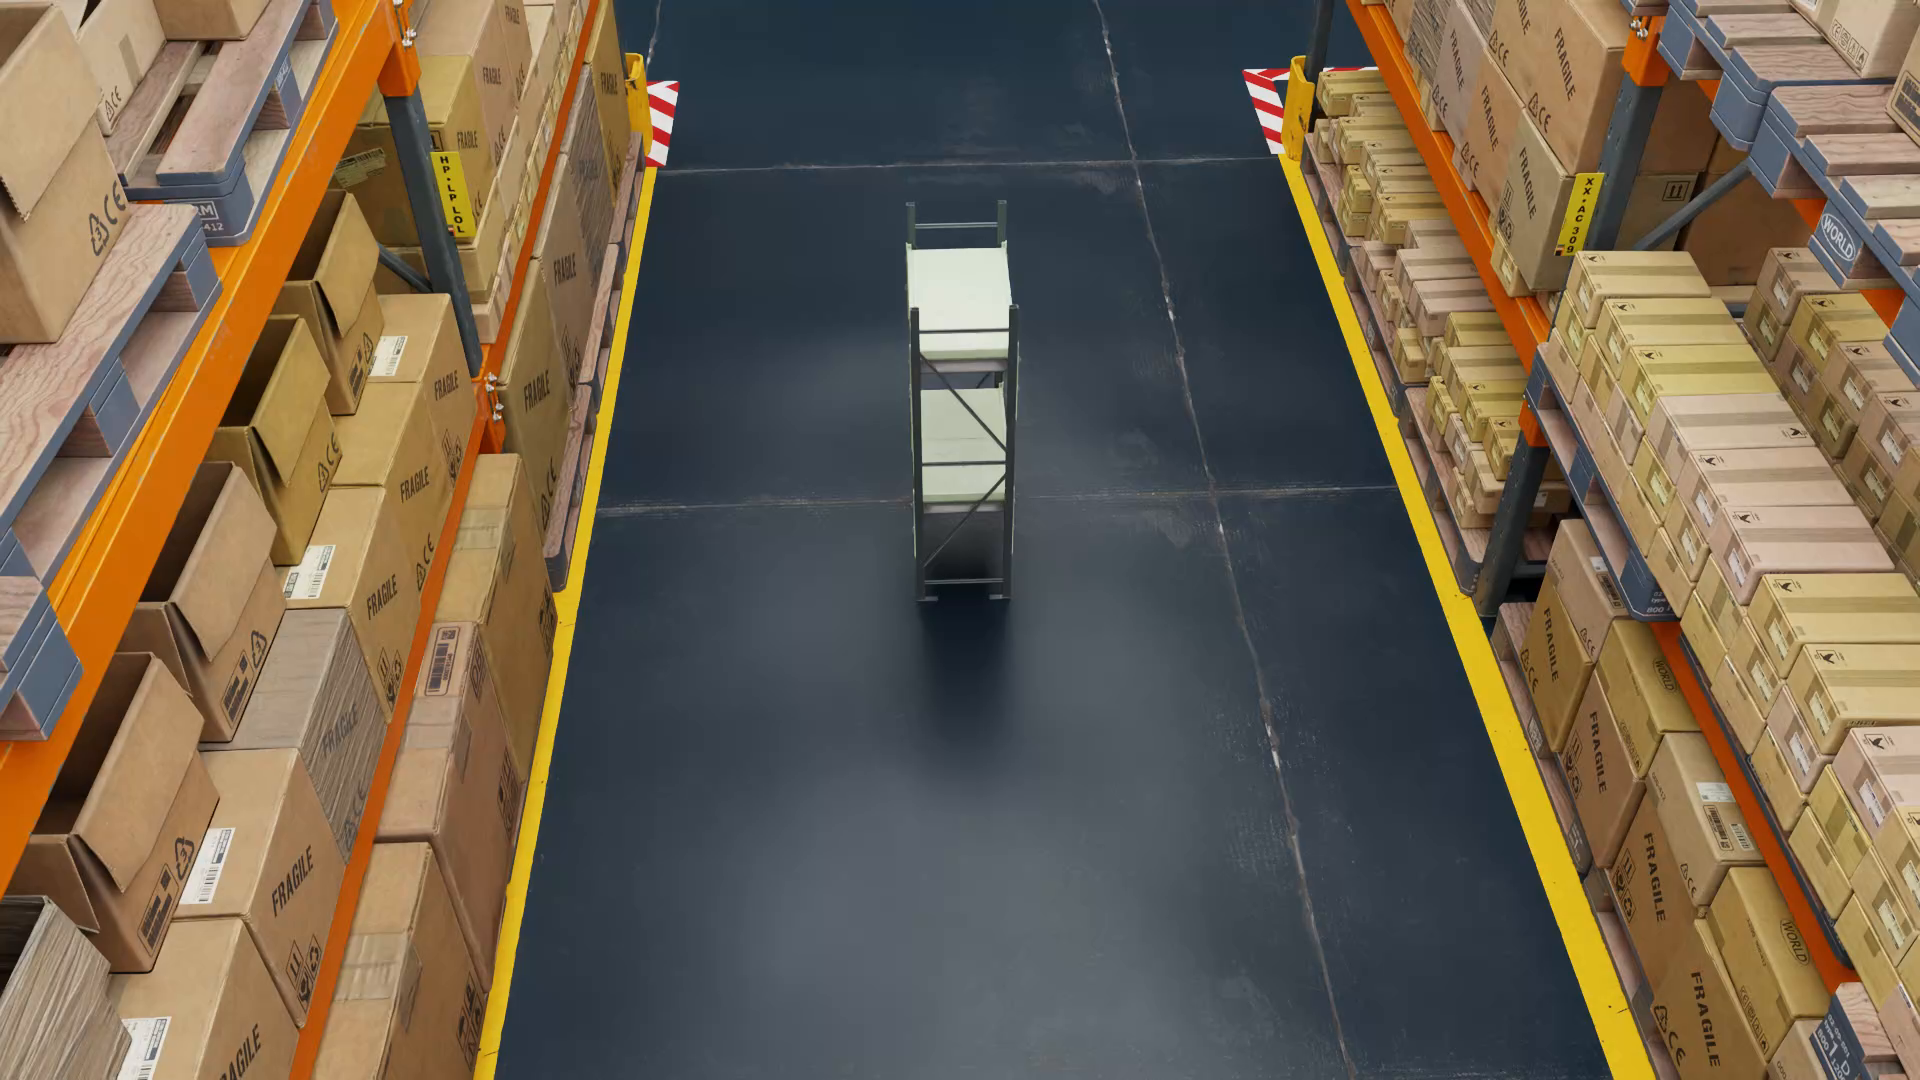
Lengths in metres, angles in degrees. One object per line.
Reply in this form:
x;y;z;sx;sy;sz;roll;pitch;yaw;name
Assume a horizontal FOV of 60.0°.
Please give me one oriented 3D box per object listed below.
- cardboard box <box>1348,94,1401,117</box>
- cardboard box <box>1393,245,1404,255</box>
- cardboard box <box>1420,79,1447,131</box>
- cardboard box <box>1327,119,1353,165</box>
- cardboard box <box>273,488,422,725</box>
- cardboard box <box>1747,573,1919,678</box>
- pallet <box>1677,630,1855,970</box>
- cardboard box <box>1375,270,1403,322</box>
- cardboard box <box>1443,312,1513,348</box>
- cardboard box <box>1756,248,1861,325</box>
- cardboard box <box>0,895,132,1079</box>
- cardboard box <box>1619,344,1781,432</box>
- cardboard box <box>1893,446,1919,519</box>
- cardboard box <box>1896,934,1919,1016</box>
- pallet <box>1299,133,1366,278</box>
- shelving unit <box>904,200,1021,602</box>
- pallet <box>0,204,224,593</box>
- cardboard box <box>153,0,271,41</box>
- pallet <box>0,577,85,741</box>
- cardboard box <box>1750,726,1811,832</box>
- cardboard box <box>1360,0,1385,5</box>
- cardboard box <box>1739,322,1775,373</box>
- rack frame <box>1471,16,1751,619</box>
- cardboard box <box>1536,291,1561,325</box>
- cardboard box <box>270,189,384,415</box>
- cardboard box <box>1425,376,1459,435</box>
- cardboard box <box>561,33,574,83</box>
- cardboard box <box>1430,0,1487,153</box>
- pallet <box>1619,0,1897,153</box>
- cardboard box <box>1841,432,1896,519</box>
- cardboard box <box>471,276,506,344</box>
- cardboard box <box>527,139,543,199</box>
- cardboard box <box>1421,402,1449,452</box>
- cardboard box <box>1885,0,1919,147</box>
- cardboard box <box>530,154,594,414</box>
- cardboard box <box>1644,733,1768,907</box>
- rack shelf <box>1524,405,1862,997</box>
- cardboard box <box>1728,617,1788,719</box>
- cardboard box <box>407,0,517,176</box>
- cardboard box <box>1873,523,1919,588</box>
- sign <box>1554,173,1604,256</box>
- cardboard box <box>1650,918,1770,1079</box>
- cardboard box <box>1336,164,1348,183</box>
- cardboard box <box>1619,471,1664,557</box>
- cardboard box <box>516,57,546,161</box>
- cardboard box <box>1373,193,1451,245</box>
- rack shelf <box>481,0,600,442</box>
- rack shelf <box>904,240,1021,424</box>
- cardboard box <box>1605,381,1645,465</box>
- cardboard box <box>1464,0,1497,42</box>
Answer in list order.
2.337;-2.306;9.055;0.380;0.149;0.250;-1;43;-1;cardboard box
2.404;-1.498;8.393;0.380;0.149;0.250;0;43;0;cardboard box
2.308;-1.976;7.521;0.380;0.149;0.250;-1;43;-1;cardboard box
2.244;-2.195;9.153;0.380;0.149;0.250;-2;43;-2;cardboard box
-1.931;0.203;4.884;0.500;0.500;0.500;-2;43;-2;cardboard box
2.321;0.224;4.371;0.380;0.149;0.250;0;43;0;cardboard box
2.737;0.607;4.659;1.003;0.211;1.213;-2;43;-2;pallet
2.304;-1.226;8.317;0.380;0.149;0.250;-2;43;-2;cardboard box
2.416;-0.901;7.522;0.380;0.149;0.250;0;43;0;cardboard box
2.905;-0.845;5.536;0.380;0.149;0.250;0;43;0;cardboard box
-2.112;1.045;3.223;0.797;0.503;0.637;0;43;0;cardboard box
2.276;-0.470;5.127;0.380;0.149;0.250;-1;43;-1;cardboard box
2.944;-0.146;4.774;0.380;0.149;0.250;-3;43;-3;cardboard box
2.360;1.022;3.720;0.380;0.149;0.250;-1;43;-1;cardboard box
2.525;-1.900;9.317;1.003;0.211;1.213;-2;43;-2;pallet
0.000;-0.548;6.888;0.431;1.500;0.755;-2;43;-2;shelving unit
-2.228;-0.278;3.403;1.003;0.211;1.213;0;43;0;pallet
-2.233;-1.661;4.387;0.700;0.500;0.500;-1;43;-1;cardboard box
-2.178;0.476;2.580;1.213;0.211;1.003;0;43;0;pallet
2.333;0.624;4.375;0.380;0.149;0.250;0;43;0;cardboard box
2.219;-2.855;8.480;0.380;0.149;0.250;-3;43;-3;cardboard box
2.907;-0.629;5.741;0.380;0.149;0.250;-3;43;-3;cardboard box
2.692;-0.829;6.084;1.000;3.000;0.127;-2;43;-2;rack frame
2.446;-0.922;6.372;0.380;0.149;0.250;-2;43;-2;cardboard box
-2.232;-0.730;5.160;0.797;0.503;0.637;-3;43;-3;cardboard box
2.309;-0.609;7.423;0.380;0.149;0.250;-3;43;-3;cardboard box
-2.037;-2.267;7.839;0.380;0.149;0.250;-1;43;-2;cardboard box
2.349;-1.980;7.046;0.500;0.500;0.500;-2;43;-2;cardboard box
2.612;-1.445;4.676;1.213;0.211;1.003;-2;43;-2;pallet
2.943;-0.208;5.061;0.380;0.149;0.250;-3;43;-3;cardboard box
-1.948;-0.871;6.316;0.380;0.149;0.250;-2;43;-2;cardboard box
-1.995;-1.577;7.086;0.380;0.149;0.250;-2;43;-2;cardboard box
2.332;-0.542;7.570;0.380;0.149;0.250;-3;43;-3;cardboard box
2.627;-1.081;3.752;0.797;0.503;0.637;-2;43;-2;cardboard box
-2.254;-1.182;7.731;0.875;0.875;0.875;-2;43;-2;cardboard box
2.502;0.872;5.213;0.500;0.250;0.500;0;43;0;cardboard box
2.777;0.787;4.854;1.077;0.370;4.000;-2;43;-2;rack shelf
2.318;0.334;4.470;0.380;0.149;0.250;-2;43;-3;cardboard box
-2.045;-1.749;6.424;0.500;0.500;0.500;-2;43;-2;cardboard box
2.955;0.072;4.976;0.380;0.149;0.250;-3;43;-4;cardboard box
2.151;-1.127;5.769;0.100;0.325;0.005;-2;43;-2;sign
2.516;1.494;5.089;0.500;0.500;0.500;-3;43;-4;cardboard box
2.318;-2.096;9.265;0.380;0.149;0.250;-2;43;-2;cardboard box
2.284;-0.086;5.149;0.380;0.149;0.250;-1;43;-1;cardboard box
-2.069;-1.819;7.055;0.500;0.250;0.500;-1;43;-1;cardboard box
2.281;-1.601;8.285;0.380;0.149;0.250;-1;43;-1;cardboard box
-2.352;-1.840;7.719;1.077;0.370;4.000;-2;43;-2;rack shelf
0.000;-0.836;6.624;0.431;0.370;0.720;-2;43;-2;rack shelf
2.274;-0.372;5.241;0.380;0.149;0.250;-1;43;-1;cardboard box
2.367;-2.348;6.707;0.500;0.500;0.500;-1;43;-1;cardboard box
